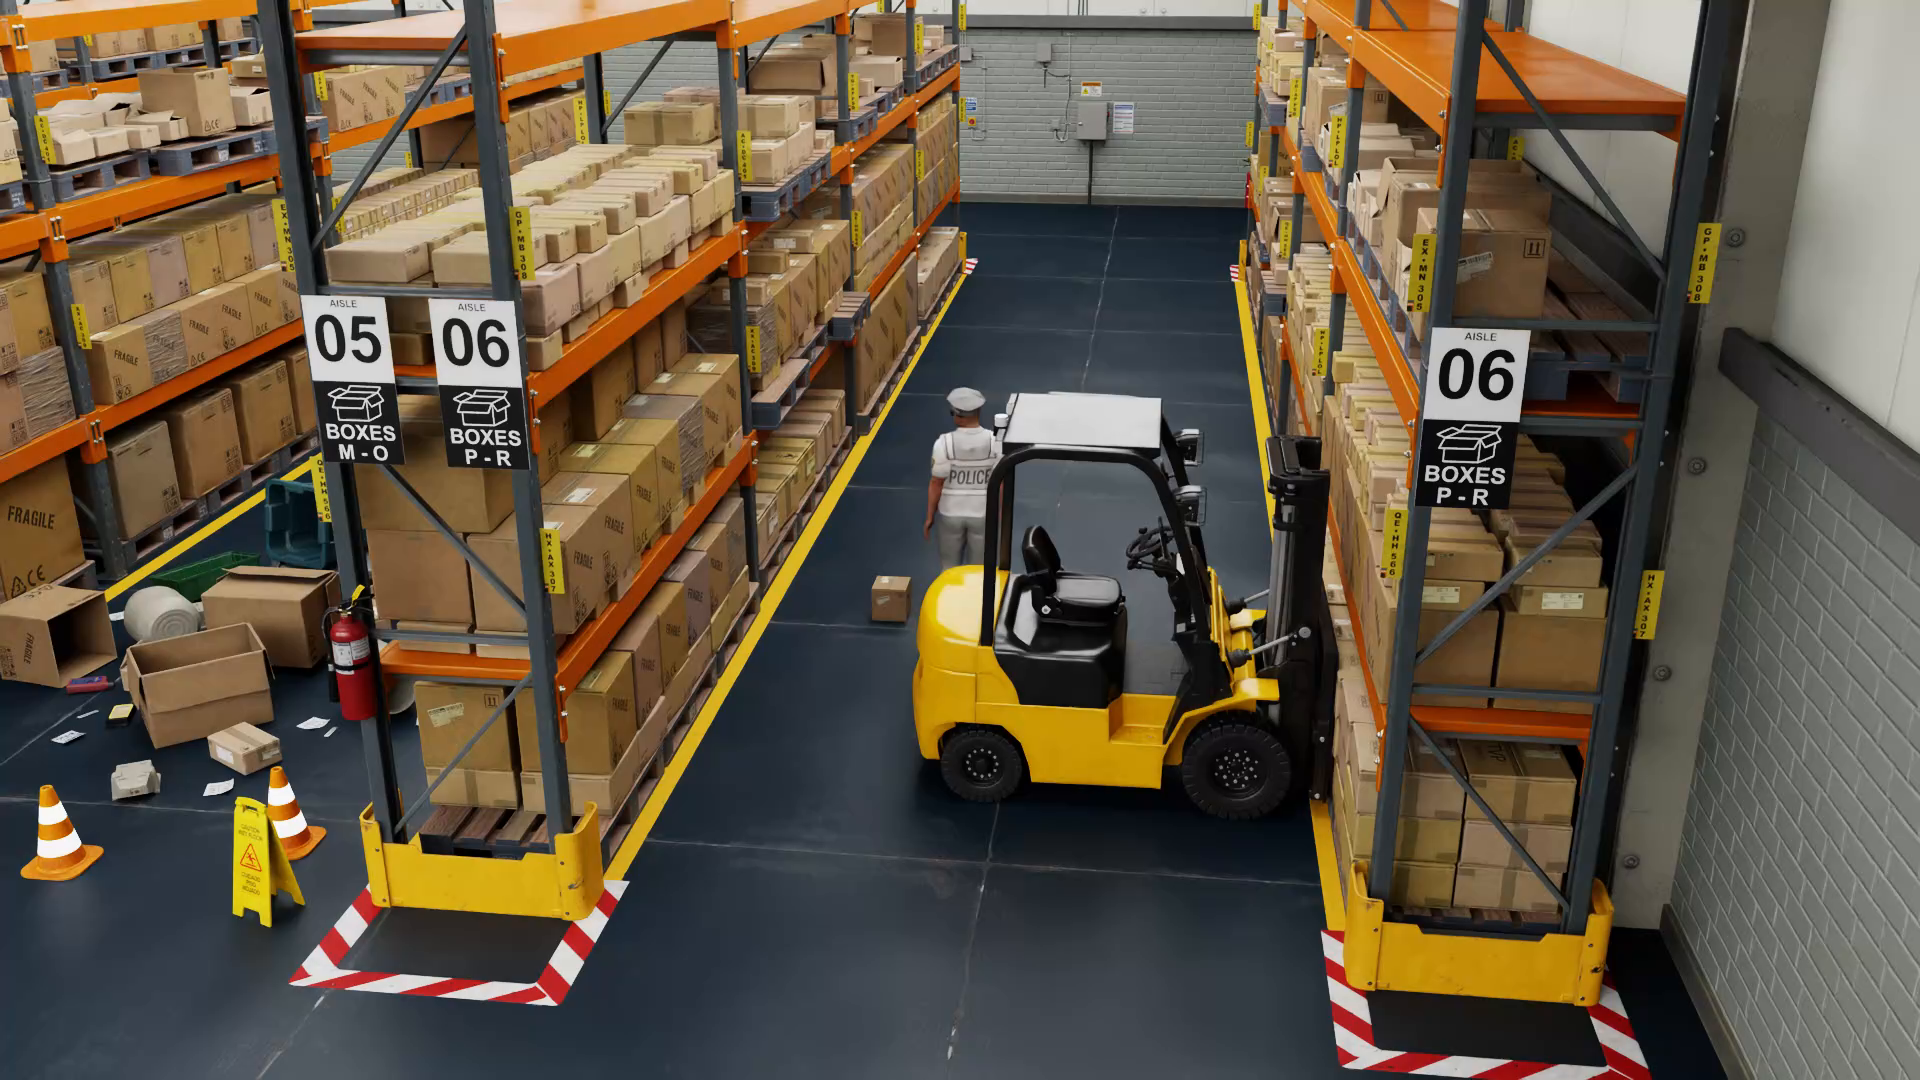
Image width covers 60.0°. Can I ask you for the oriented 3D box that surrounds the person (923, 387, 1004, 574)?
[{"bbox_3d":[0.045,-0.195,11.527,0.611,1.764,0.394,-2,21,-5],"label":"person"}]
